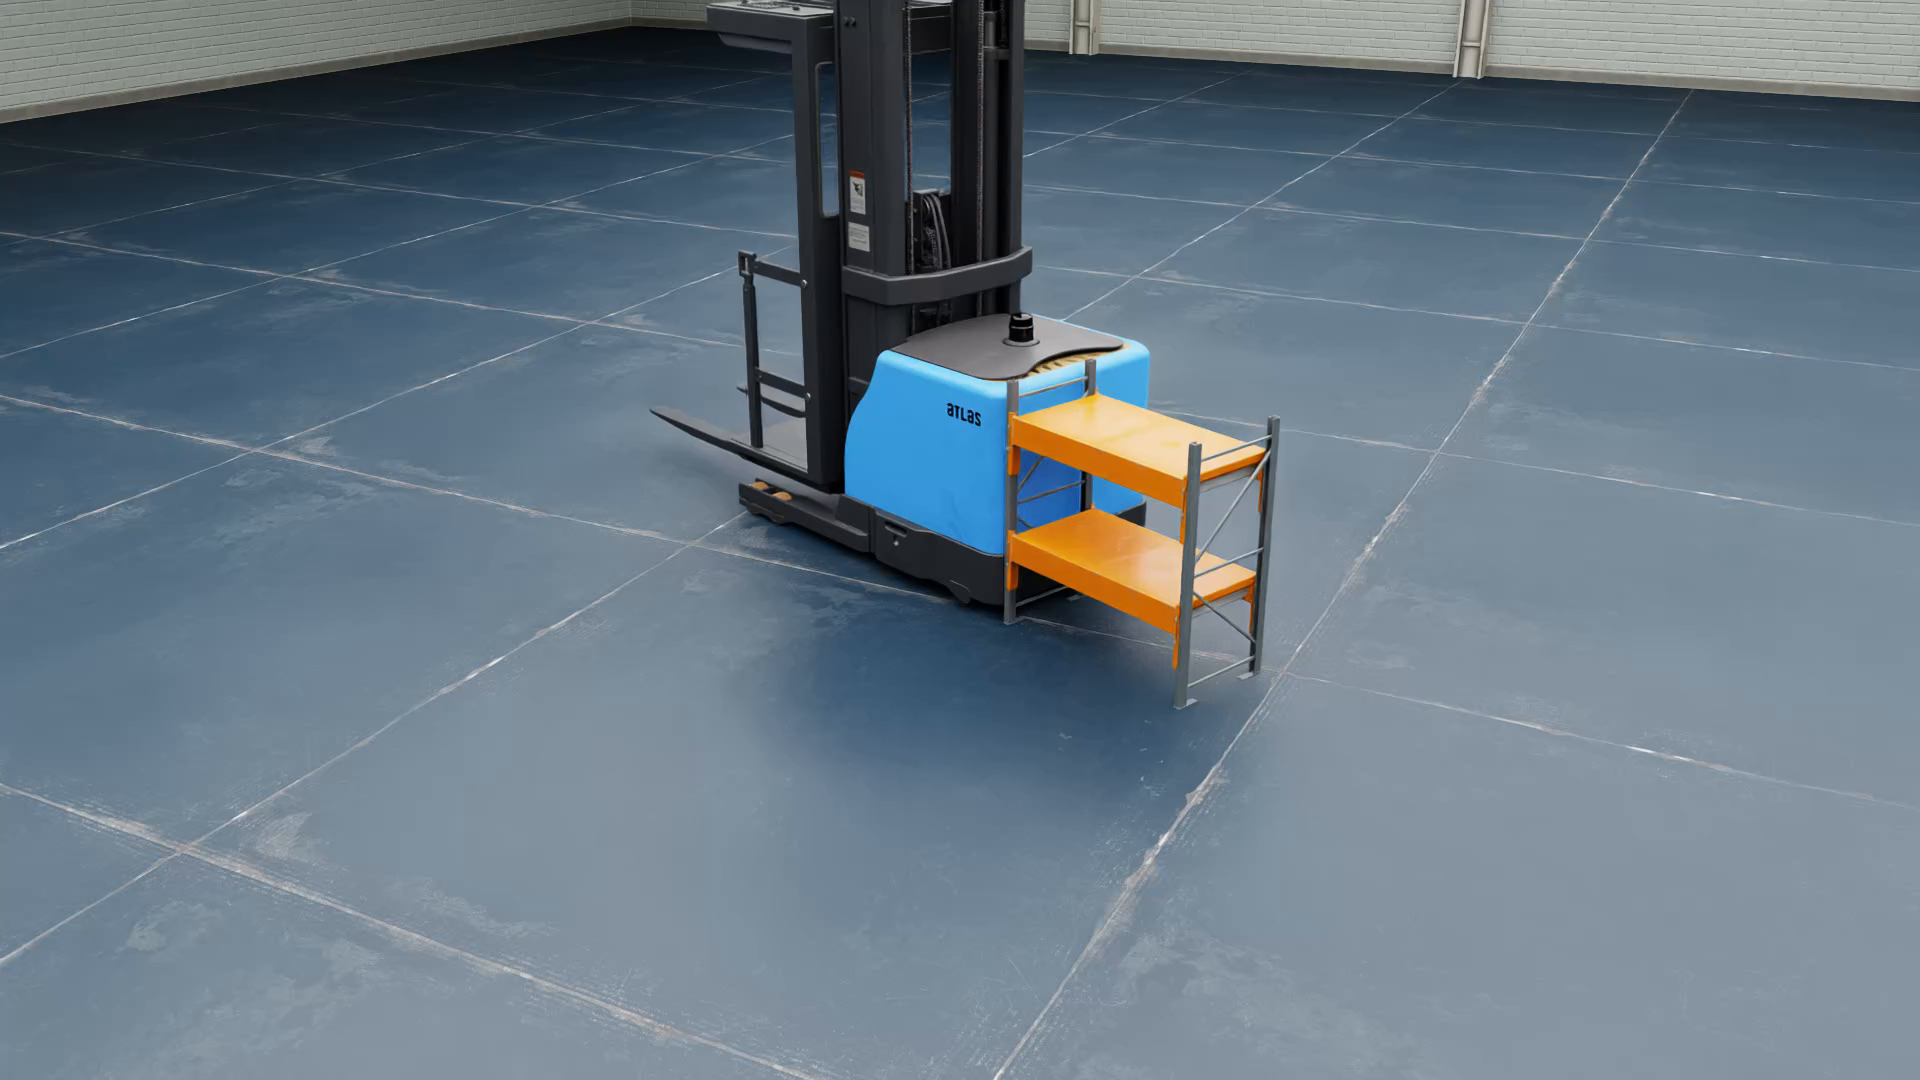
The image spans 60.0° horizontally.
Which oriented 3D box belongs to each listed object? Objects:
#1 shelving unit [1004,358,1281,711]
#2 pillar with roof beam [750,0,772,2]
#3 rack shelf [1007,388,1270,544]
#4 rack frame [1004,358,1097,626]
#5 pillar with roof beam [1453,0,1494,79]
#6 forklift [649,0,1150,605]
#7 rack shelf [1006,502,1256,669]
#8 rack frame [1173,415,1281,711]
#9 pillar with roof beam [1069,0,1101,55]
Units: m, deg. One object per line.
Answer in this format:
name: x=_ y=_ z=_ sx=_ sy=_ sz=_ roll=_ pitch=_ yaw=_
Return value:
shelving unit: x=0.725 y=-0.055 z=6.941 sx=0.538 sy=1.125 sz=1.048 roll=-19 pitch=29 yaw=-37
pillar with roof beam: x=-5.324 y=-11.434 z=23.637 sx=0.400 sy=9.000 sz=9.100 roll=11 pitch=25 yaw=25
rack shelf: x=0.725 y=-0.324 z=6.827 sx=0.538 sy=0.278 sz=1.000 roll=-19 pitch=29 yaw=-37
rack frame: x=0.394 y=-0.206 z=7.296 sx=0.500 sy=1.125 sz=0.032 roll=-19 pitch=29 yaw=-37
pillar with roof beam: x=5.386 y=-9.315 z=18.655 sx=0.400 sy=9.000 sz=9.100 roll=11 pitch=25 yaw=25
forklift: x=-0.488 y=-1.548 z=8.145 sx=1.130 sy=2.935 sz=3.031 roll=-20 pitch=30 yaw=-39
rack shelf: x=0.725 y=0.170 z=7.037 sx=0.538 sy=0.278 sz=1.000 roll=-19 pitch=29 yaw=-37
rack frame: x=1.056 y=0.096 z=6.586 sx=0.500 sy=1.125 sz=0.032 roll=-19 pitch=29 yaw=-37
pillar with roof beam: x=0.031 y=-10.374 z=21.146 sx=0.400 sy=9.000 sz=9.100 roll=11 pitch=25 yaw=25
